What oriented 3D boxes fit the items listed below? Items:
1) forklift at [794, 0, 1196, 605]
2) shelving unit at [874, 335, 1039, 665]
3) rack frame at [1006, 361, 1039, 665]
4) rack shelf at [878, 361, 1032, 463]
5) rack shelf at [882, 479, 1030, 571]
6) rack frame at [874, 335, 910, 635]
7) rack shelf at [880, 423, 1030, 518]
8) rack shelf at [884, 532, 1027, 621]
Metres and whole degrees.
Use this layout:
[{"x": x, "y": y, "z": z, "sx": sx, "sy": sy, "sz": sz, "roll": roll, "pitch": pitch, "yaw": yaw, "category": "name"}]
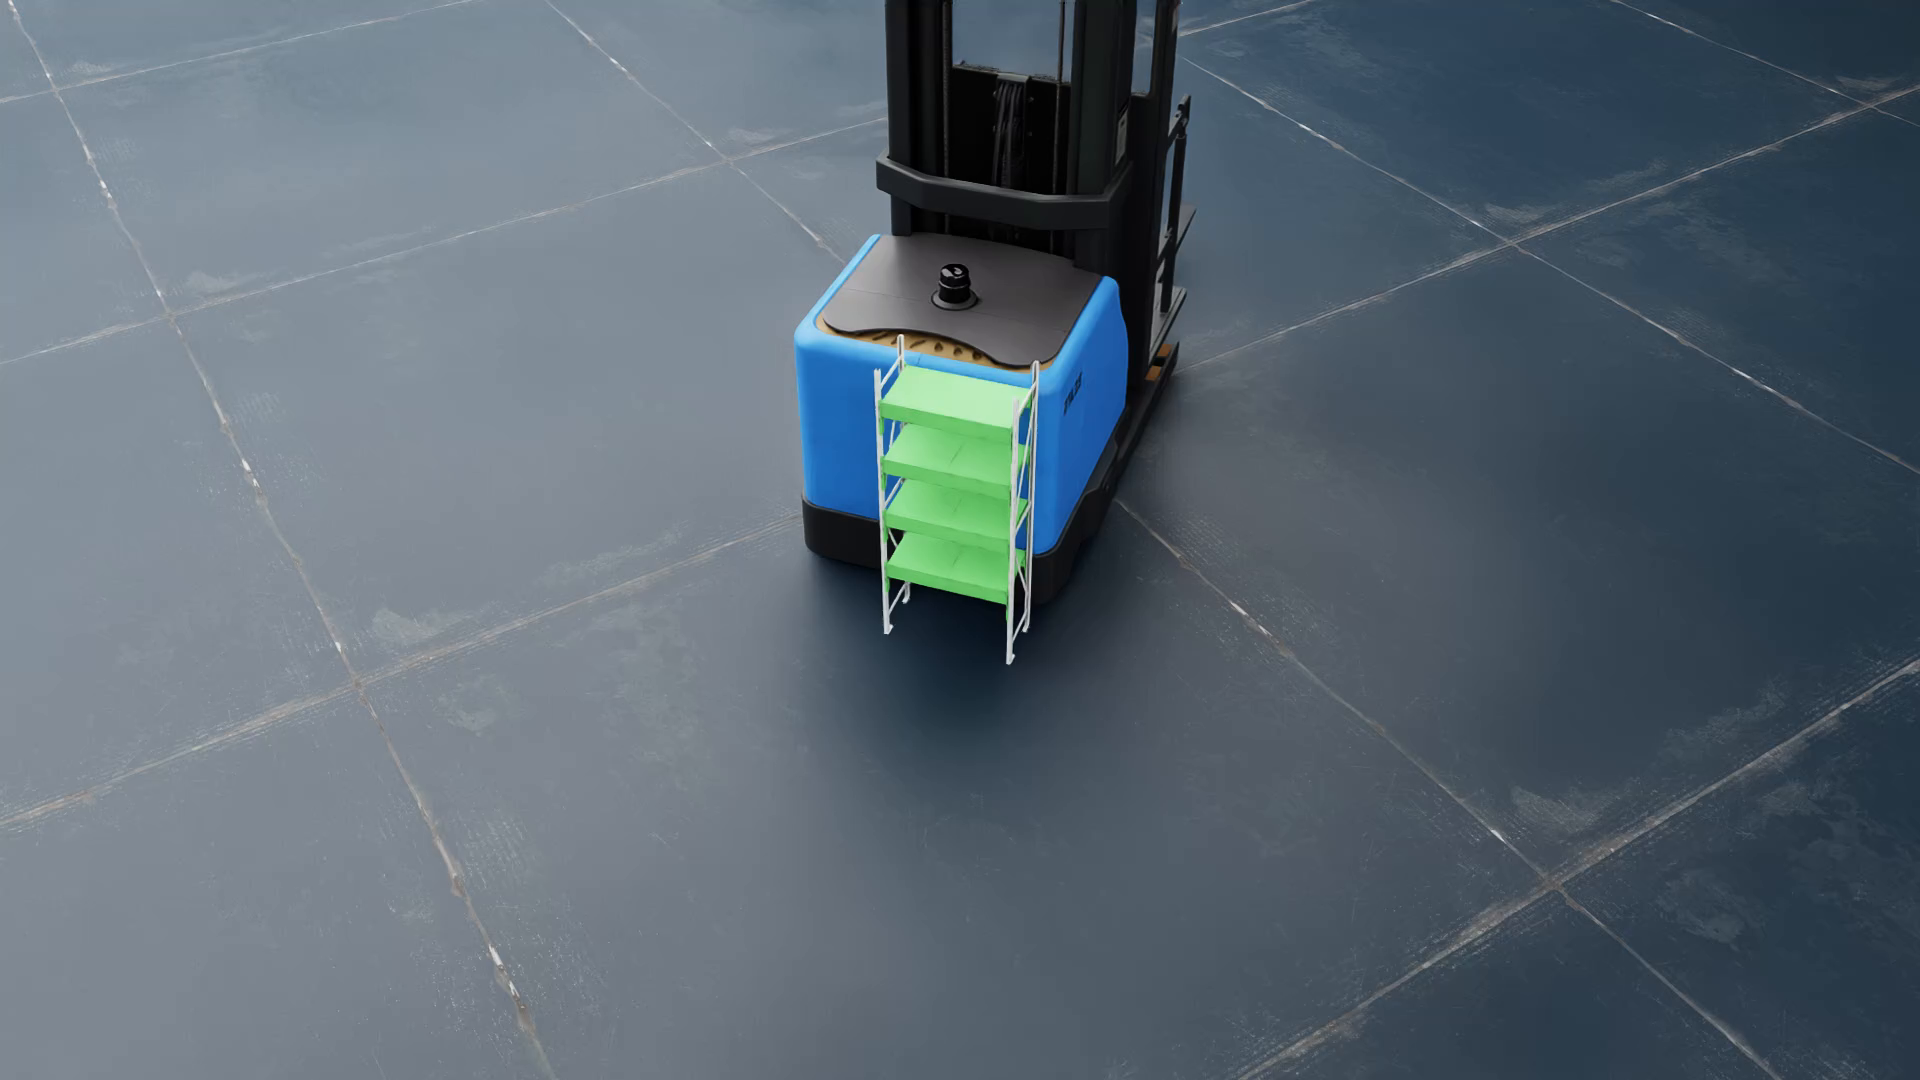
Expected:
[{"x": 0.363, "y": -1.829, "z": 6.655, "sx": 1.130, "sy": 2.935, "sz": 3.031, "roll": 13, "pitch": 42, "yaw": 15, "category": "forklift"}, {"x": -0.011, "y": -0.121, "z": 5.957, "sx": 0.503, "sy": 1.200, "sz": 0.258, "roll": 13, "pitch": 41, "yaw": 15, "category": "shelving unit"}, {"x": 0.219, "y": -0.069, "z": 5.895, "sx": 0.015, "sy": 1.200, "sz": 0.240, "roll": 13, "pitch": 41, "yaw": 15, "category": "rack frame"}, {"x": -0.010, "y": -0.441, "z": 5.691, "sx": 0.480, "sy": 0.148, "sz": 0.258, "roll": 13, "pitch": 41, "yaw": 15, "category": "rack shelf"}, {"x": -0.011, "y": -0.072, "z": 5.998, "sx": 0.480, "sy": 0.148, "sz": 0.258, "roll": 13, "pitch": 41, "yaw": 15, "category": "rack shelf"}, {"x": -0.241, "y": -0.173, "z": 6.020, "sx": 0.015, "sy": 1.200, "sz": 0.240, "roll": 13, "pitch": 41, "yaw": 15, "category": "rack frame"}, {"x": -0.011, "y": -0.256, "z": 5.845, "sx": 0.480, "sy": 0.148, "sz": 0.258, "roll": 13, "pitch": 41, "yaw": 15, "category": "rack shelf"}, {"x": -0.011, "y": 0.113, "z": 6.152, "sx": 0.480, "sy": 0.148, "sz": 0.258, "roll": 13, "pitch": 41, "yaw": 15, "category": "rack shelf"}]
